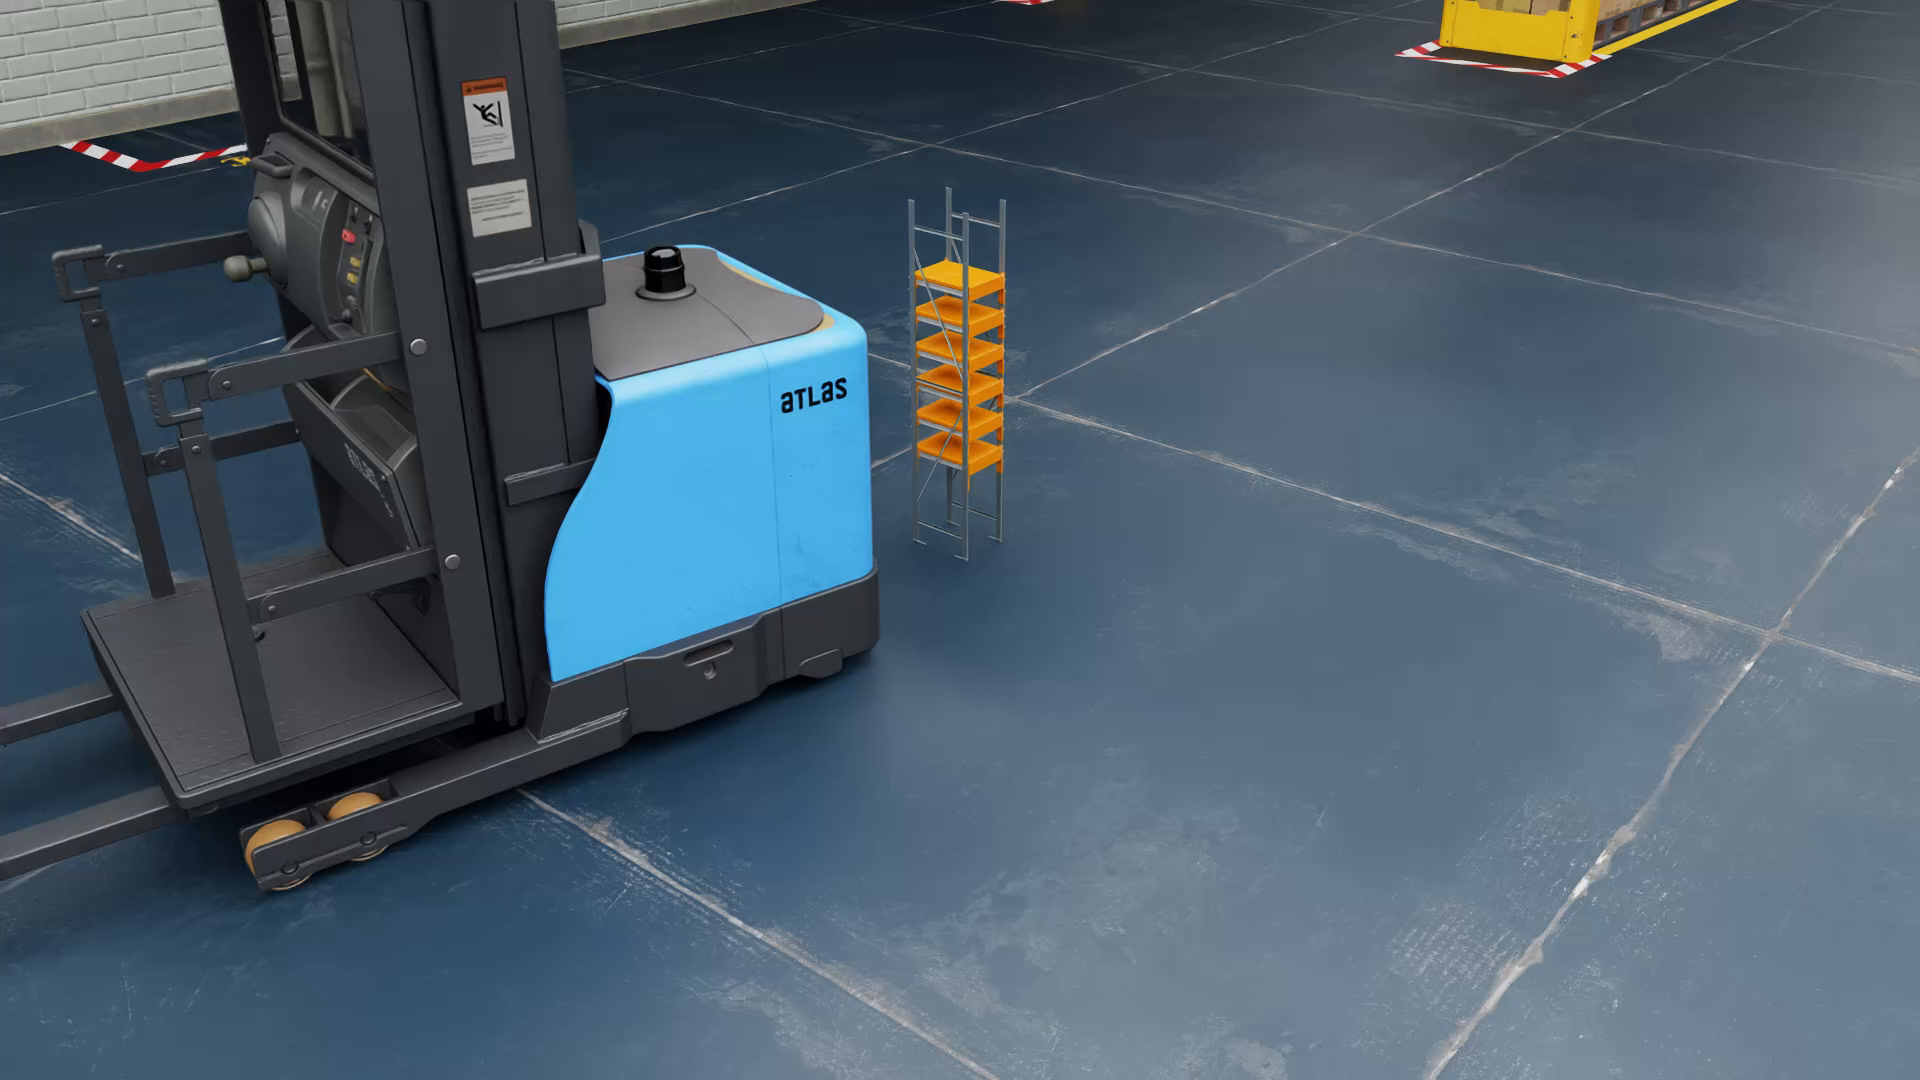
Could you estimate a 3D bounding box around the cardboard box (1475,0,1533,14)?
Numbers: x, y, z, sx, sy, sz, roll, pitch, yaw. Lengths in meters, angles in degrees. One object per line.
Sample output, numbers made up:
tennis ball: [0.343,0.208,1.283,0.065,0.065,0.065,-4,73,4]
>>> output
cardboard box: [4.564,-4.503,13.724,0.500,0.250,0.500,21,34,34]

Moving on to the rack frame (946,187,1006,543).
rack frame: [0.049,-0.560,5.527,0.240,1.200,0.006,21,34,34]

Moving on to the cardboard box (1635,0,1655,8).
cardboard box: [5.597,-4.707,14.119,0.500,0.250,0.500,21,34,34]

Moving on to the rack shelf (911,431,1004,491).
rack shelf: [-0.009,-0.275,5.595,0.258,0.103,0.180,21,34,34]

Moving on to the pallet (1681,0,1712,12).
pallet: [6.457,-5.171,15.515,1.003,0.211,1.213,21,34,34]

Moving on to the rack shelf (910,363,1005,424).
rack shelf: [-0.009,-0.488,5.485,0.258,0.103,0.180,21,34,34]

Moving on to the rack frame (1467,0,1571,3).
rack frame: [4.451,-5.261,12.655,1.000,3.000,0.127,21,34,34]

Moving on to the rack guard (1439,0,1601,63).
rack guard: [4.436,-4.142,13.213,1.175,0.500,0.348,21,34,34]

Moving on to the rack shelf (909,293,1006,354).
rack shelf: [-0.009,-0.701,5.375,0.258,0.103,0.180,21,34,34]

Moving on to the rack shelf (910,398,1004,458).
rack shelf: [-0.009,-0.382,5.540,0.258,0.103,0.180,21,34,34]

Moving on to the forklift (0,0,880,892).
forklift: [-1.732,-0.718,3.949,3.031,2.935,1.130,-19,33,-32]

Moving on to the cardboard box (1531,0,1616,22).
cardboard box: [4.964,-4.351,13.432,0.500,0.250,0.500,21,34,34]

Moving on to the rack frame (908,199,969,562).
rack frame: [-0.067,-0.495,5.402,0.240,1.200,0.006,21,34,34]

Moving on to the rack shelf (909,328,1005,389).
rack shelf: [-0.009,-0.595,5.430,0.258,0.103,0.180,21,34,34]

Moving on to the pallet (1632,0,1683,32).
pallet: [5.681,-4.736,14.676,1.003,0.211,1.213,21,34,34]

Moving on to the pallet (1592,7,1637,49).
pallet: [4.905,-4.306,13.843,1.003,0.211,1.213,21,34,34]

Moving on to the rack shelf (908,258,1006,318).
rack shelf: [-0.009,-0.808,5.319,0.258,0.103,0.180,21,34,34]

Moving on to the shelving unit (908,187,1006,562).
shelving unit: [-0.009,-0.528,5.464,0.258,1.200,0.189,21,34,34]

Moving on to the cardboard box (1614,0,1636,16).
cardboard box: [5.279,-4.530,13.777,0.500,0.250,0.500,21,34,34]
